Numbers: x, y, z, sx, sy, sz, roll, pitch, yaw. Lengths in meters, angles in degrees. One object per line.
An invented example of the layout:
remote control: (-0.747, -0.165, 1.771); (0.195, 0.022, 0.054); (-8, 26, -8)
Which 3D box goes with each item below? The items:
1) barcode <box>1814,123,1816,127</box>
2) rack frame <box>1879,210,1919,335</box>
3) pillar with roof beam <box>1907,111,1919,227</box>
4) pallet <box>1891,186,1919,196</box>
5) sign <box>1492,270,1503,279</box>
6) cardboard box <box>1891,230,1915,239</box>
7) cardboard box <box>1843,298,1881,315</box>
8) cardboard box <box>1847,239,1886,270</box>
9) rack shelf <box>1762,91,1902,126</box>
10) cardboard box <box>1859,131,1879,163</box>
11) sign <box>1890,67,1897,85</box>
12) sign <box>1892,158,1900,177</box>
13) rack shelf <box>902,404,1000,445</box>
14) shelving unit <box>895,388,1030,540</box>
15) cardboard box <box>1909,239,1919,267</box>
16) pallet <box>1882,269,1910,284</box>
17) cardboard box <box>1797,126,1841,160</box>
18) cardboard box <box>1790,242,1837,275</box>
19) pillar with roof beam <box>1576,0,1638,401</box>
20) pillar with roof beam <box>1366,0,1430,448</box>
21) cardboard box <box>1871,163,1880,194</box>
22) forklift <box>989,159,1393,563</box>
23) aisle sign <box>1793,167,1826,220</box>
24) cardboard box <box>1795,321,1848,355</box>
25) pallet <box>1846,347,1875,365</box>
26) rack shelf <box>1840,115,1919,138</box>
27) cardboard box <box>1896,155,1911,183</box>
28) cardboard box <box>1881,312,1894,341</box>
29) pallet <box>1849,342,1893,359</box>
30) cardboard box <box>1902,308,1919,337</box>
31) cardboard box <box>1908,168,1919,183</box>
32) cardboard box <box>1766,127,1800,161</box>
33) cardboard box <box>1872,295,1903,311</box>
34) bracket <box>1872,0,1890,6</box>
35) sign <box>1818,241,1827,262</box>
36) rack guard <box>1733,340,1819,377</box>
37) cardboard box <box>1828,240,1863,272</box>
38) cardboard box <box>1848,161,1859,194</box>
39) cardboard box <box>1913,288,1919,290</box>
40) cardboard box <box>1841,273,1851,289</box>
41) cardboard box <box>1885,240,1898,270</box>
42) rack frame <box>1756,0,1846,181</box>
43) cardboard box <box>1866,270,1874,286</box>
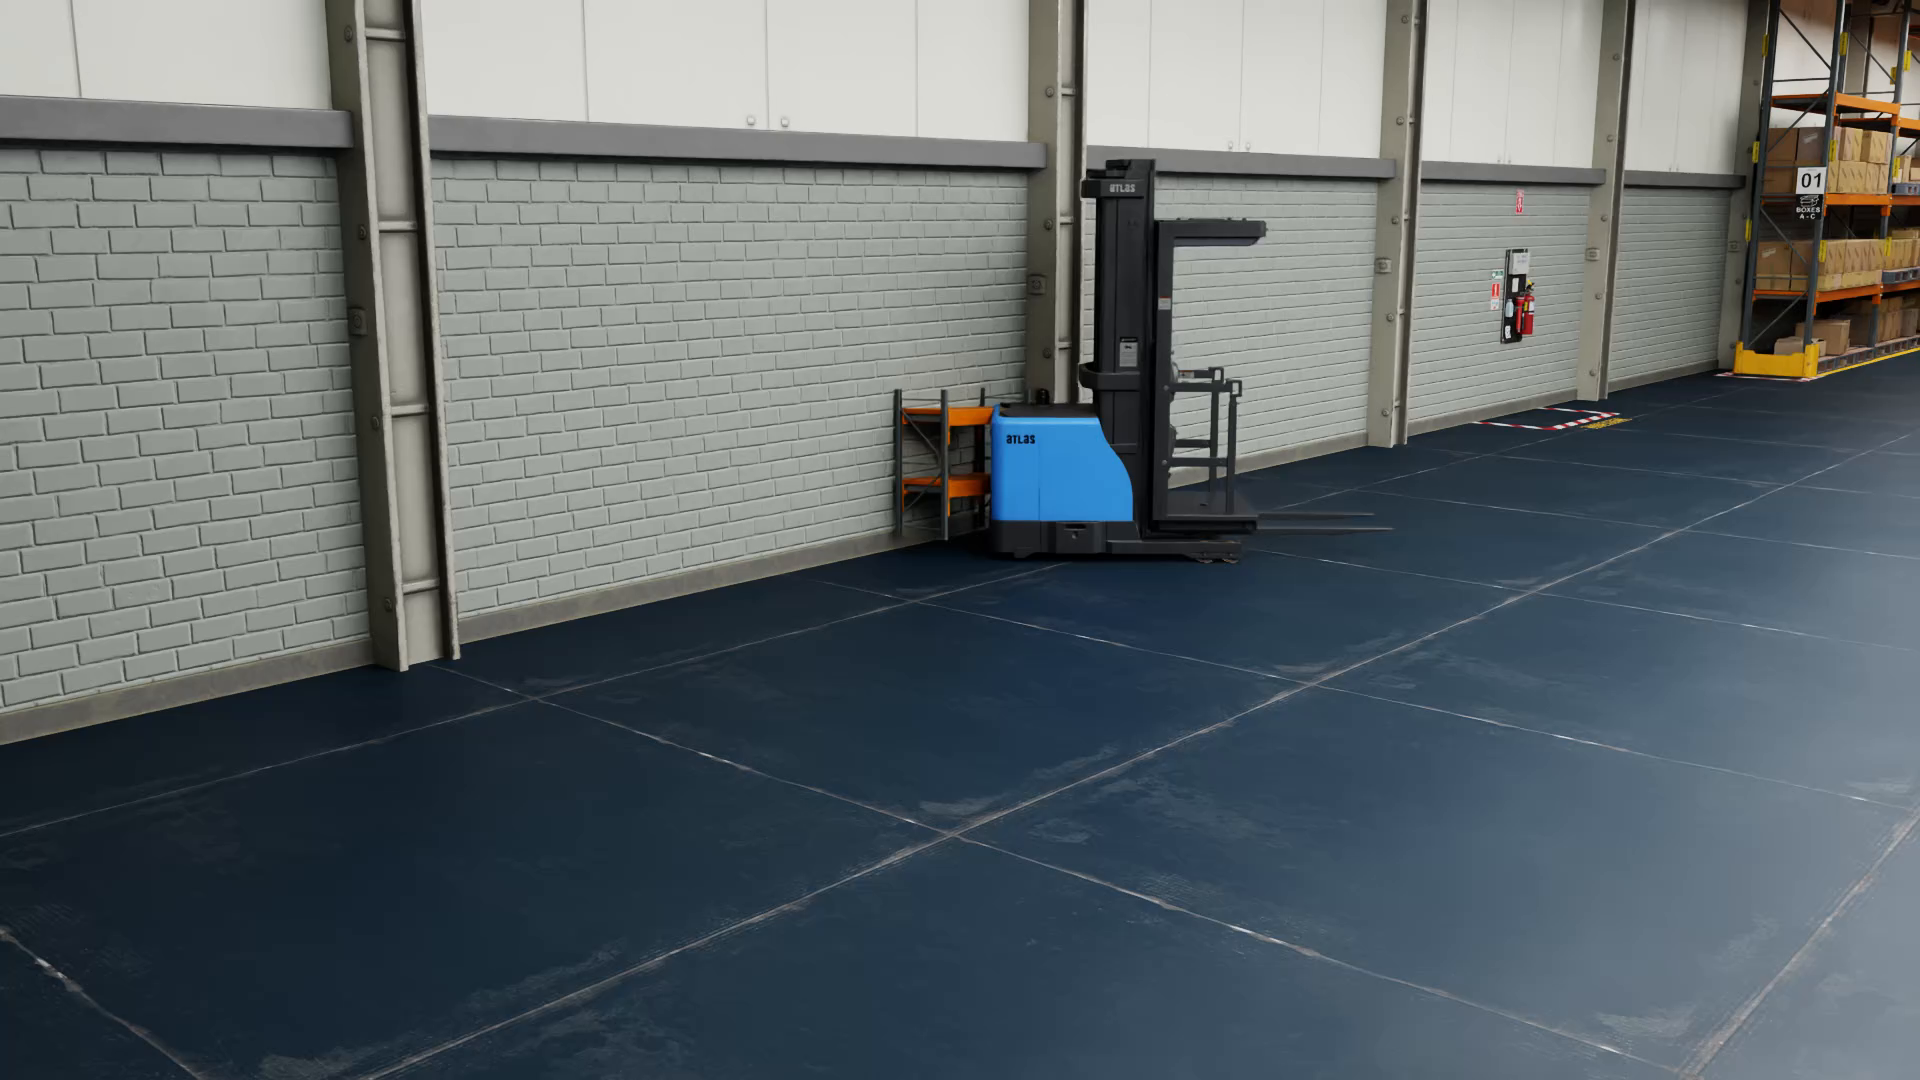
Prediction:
barcode: (14.259, -6.929, 27.734); (0.001, 0.075, 0.075); (10, 15, 40)
rack frame: (18.140, -5.264, 31.906); (1.000, 3.000, 0.127); (10, 15, 40)
pillar with roof beam: (23.827, -8.452, 32.554); (9.100, 9.000, 0.400); (10, 15, 40)
pallet: (16.669, -6.284, 29.836); (1.213, 0.211, 1.003); (10, 15, 40)
sign: (6.618, -3.269, 20.475); (0.001, 0.109, 0.331); (10, 15, 40)
cardboard box: (17.734, -5.743, 31.270); (0.380, 0.149, 0.250); (7, 13, 31)
cardboard box: (16.261, -4.208, 29.968); (0.500, 0.250, 0.500); (9, 15, 39)
cardboard box: (15.420, -4.870, 28.351); (0.500, 0.500, 0.500); (10, 15, 40)
rack shelf: (14.179, -6.968, 26.970); (1.077, 0.370, 4.000); (10, 15, 40)
cardboard box: (14.682, -6.426, 27.210); (0.500, 0.500, 0.500); (9, 14, 38)
sign: (17.721, -8.812, 31.568); (0.100, 0.325, 0.005); (10, 15, 40)
sign: (15.912, -6.331, 28.270); (0.100, 0.325, 0.005); (10, 15, 40)
rack shelf: (0.031, -0.905, 12.923); (0.538, 0.278, 1.000); (5, 8, 39)
shelving unit: (0.031, -0.614, 12.953); (0.538, 1.125, 1.048); (5, 8, 39)
cardboard box: (17.489, -5.372, 31.071); (0.700, 0.500, 0.500); (8, 14, 35)
pallet: (16.113, -4.675, 29.447); (1.003, 0.211, 1.213); (10, 15, 40)
cardboard box: (13.296, -6.132, 25.736); (0.500, 0.500, 0.500); (8, 14, 36)
cardboard box: (13.400, -4.422, 26.110); (0.500, 0.500, 0.500); (10, 15, 40)
pillar with roof beam: (11.945, -5.804, 19.295); (9.100, 9.000, 0.400); (10, 15, 40)
pillar with roof beam: (7.984, -4.921, 14.875); (9.100, 9.000, 0.400); (10, 15, 40)
cardboard box: (15.008, -6.026, 27.758); (0.500, 0.500, 0.500); (8, 14, 36)
forklift: (1.742, -1.371, 12.591); (3.031, 2.935, 1.130); (0, 11, 1)
aisle sign: (13.037, -5.312, 25.511); (0.394, 0.787, 0.004); (10, 15, 40)
cardboard box: (14.282, -3.352, 27.594); (0.700, 0.500, 0.500); (9, 14, 37)
pallet: (15.083, -3.204, 28.715); (1.003, 0.211, 1.213); (10, 15, 40)
rack shelf: (16.820, -7.362, 29.955); (1.077, 0.370, 4.000); (10, 15, 40)
cardboard box: (16.735, -6.653, 29.874); (0.500, 0.500, 0.500); (9, 14, 38)
cardboard box: (16.644, -3.928, 30.477); (0.700, 0.500, 0.500); (10, 15, 41)
pallet: (16.012, -3.422, 29.807); (1.003, 0.211, 1.213); (10, 15, 40)
cardboard box: (17.704, -4.141, 31.544); (0.700, 0.500, 0.500); (10, 15, 41)
cardboard box: (17.215, -6.616, 30.705); (0.637, 0.503, 0.797); (-10, 15, -40)
cardboard box: (12.947, -6.204, 26.097); (0.500, 0.500, 0.500); (11, 15, 43)
cardboard box: (17.281, -4.433, 31.091); (0.500, 0.250, 0.500); (10, 15, 41)
bracket: (16.625, -9.784, 30.033); (0.235, 0.232, 0.430); (10, 15, 40)
sign: (13.267, -4.441, 25.577); (0.100, 0.325, 0.005); (10, 15, 40)
rack guard: (12.909, -2.872, 26.314); (1.175, 0.500, 0.348); (10, 15, 40)
cardboard box: (14.411, -4.646, 27.232); (0.500, 0.500, 0.500); (10, 15, 42)
cardboard box: (13.989, -5.785, 26.550); (0.500, 0.500, 0.500); (11, 16, 43)
cardboard box: (19.307, -4.635, 33.174); (0.750, 0.750, 0.750); (10, 15, 40)
cardboard box: (14.093, -4.206, 26.943); (0.500, 0.250, 0.500); (9, 15, 39)
cardboard box: (16.235, -5.092, 29.667); (0.500, 0.500, 0.700); (-10, 15, -42)
rack frame: (12.859, -7.028, 25.426); (1.000, 3.000, 0.127); (10, 15, 40)
cardboard box: (15.080, -4.430, 28.066); (0.500, 0.250, 0.500); (10, 15, 41)
